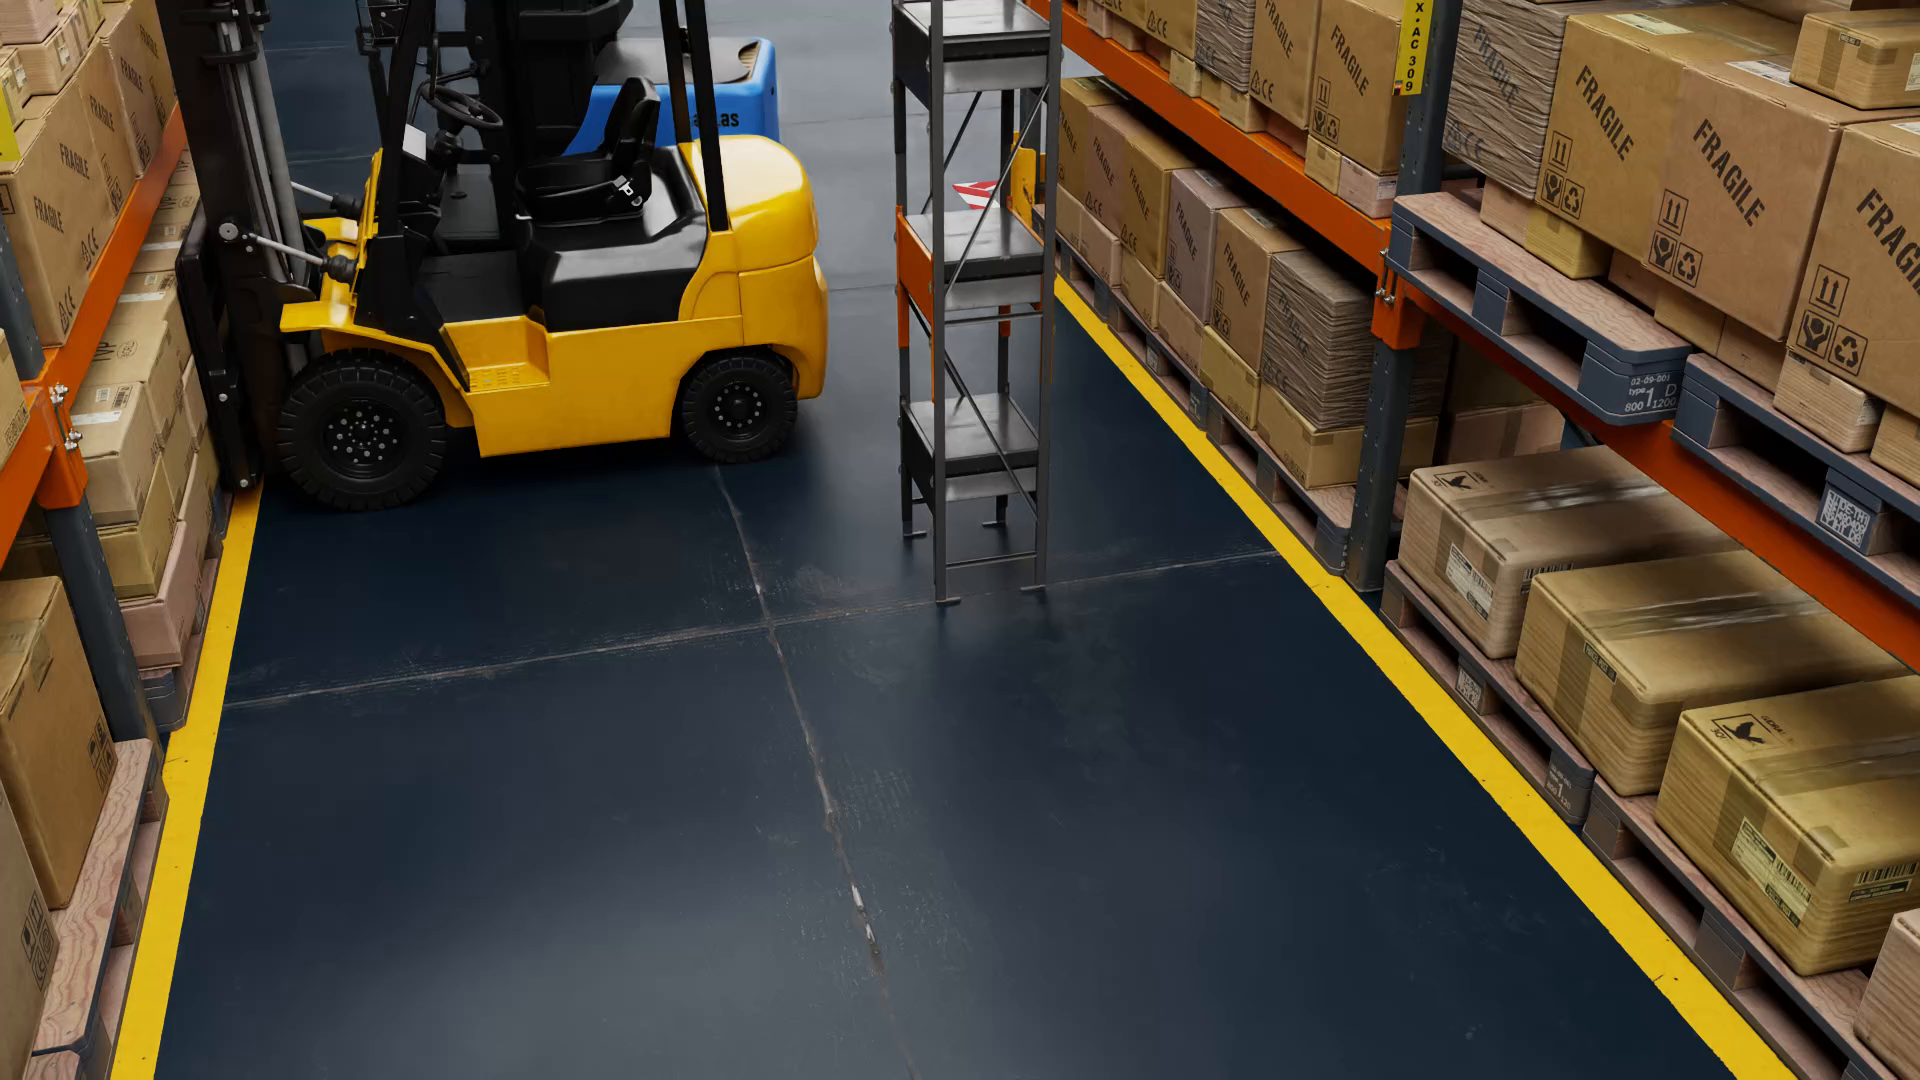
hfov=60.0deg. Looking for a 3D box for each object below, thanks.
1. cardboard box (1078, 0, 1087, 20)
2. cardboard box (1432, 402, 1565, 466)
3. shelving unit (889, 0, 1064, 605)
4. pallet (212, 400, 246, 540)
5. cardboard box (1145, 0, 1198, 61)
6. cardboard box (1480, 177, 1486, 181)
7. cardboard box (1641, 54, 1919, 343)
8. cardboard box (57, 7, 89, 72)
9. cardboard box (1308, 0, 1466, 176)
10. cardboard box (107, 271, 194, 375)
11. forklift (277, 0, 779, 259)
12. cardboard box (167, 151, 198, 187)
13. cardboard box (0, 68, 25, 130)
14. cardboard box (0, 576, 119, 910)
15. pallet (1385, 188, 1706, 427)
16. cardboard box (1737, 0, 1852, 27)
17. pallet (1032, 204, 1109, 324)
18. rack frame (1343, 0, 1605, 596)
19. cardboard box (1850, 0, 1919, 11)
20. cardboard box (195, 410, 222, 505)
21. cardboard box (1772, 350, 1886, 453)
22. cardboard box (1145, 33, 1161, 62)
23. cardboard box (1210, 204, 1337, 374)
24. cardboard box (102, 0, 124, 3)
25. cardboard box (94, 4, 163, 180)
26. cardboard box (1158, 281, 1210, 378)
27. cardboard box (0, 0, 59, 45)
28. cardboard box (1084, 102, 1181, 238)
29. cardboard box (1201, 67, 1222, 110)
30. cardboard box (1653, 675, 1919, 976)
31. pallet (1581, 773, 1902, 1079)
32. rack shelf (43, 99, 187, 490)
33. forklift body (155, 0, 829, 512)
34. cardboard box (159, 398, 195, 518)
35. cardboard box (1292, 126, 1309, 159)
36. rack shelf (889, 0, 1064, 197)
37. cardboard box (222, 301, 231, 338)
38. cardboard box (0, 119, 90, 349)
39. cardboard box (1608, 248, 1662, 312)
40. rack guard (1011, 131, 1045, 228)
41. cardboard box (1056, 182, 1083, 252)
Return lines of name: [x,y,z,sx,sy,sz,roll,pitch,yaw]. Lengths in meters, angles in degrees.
cardboard box: [0.784,-2.570,7.946,0.380,0.149,0.250,-9,31,-15]
cardboard box: [1.986,-0.510,6.462,0.500,0.250,0.500,-9,31,-16]
shelving unit: [0.044,-0.829,5.586,0.431,2.100,0.503,-8,31,-13]
pallet: [-3.400,-0.308,6.572,1.003,0.211,1.213,-8,31,-13]
cardboard box: [1.099,-2.295,6.824,0.500,0.500,0.500,-8,31,-14]
cardboard box: [1.991,-1.398,5.922,0.380,0.149,0.250,-7,31,-12]
cardboard box: [1.982,-0.804,3.828,0.500,0.500,0.500,-8,31,-14]
cardboard box: [-2.961,-1.551,5.188,0.380,0.149,0.250,-8,31,-14]
cardboard box: [1.525,-1.551,5.538,0.500,0.500,0.500,-9,31,-15]
cardboard box: [-2.997,-0.722,5.831,0.500,0.250,0.500,-7,31,-12]
forklift: [-2.447,-2.684,7.962,3.031,2.935,1.130,-1,30,-2]
cardboard box: [-3.400,-1.465,7.114,0.500,0.250,0.500,-7,31,-12]
cardboard box: [-2.803,-1.173,4.535,0.380,0.149,0.250,-7,31,-12]
cardboard box: [-2.753,0.561,4.237,0.875,0.625,0.625,-6,31,-11]
pallet: [1.945,-0.726,4.701,1.003,0.211,1.213,-8,31,-13]
cardboard box: [2.359,-1.119,4.373,0.500,0.500,0.500,-8,31,-13]
pallet: [1.023,-1.488,8.611,1.003,0.211,1.213,-8,31,-13]
rack frame: [1.883,-1.197,5.324,1.000,3.000,0.127,-8,31,-13]
cardboard box: [2.418,-1.308,4.051,0.380,0.149,0.250,-9,31,-15]
cardboard box: [-3.012,-0.294,6.089,0.500,0.250,0.500,-7,31,-12]
cardboard box: [2.044,-0.328,3.654,0.380,0.149,0.250,-7,31,-11]
cardboard box: [1.037,-2.201,7.309,0.380,0.149,0.250,-7,31,-12]
cardboard box: [1.330,-1.009,6.576,0.500,0.500,0.500,-7,31,-12]
cardboard box: [-3.238,-2.045,6.041,0.380,0.149,0.250,-8,31,-13]
cardboard box: [-3.171,-1.567,5.863,0.500,0.500,0.500,-8,31,-13]
cardboard box: [1.185,-0.941,7.206,0.500,0.250,0.500,-7,31,-13]
cardboard box: [-2.903,-1.556,4.899,0.380,0.149,0.250,-7,31,-12]
cardboard box: [0.918,-1.756,7.866,0.500,0.500,0.500,-9,31,-15]
cardboard box: [1.191,-1.821,6.652,0.380,0.149,0.250,-8,31,-14]
cardboard box: [2.405,0.694,4.261,0.950,0.372,0.625,-7,31,-12]
pallet: [2.418,0.976,4.353,1.003,0.211,1.213,-8,31,-13]
rack shelf: [-3.433,-1.190,6.030,1.077,0.370,4.000,-8,31,-13]
forklift body: [-1.702,-1.427,6.568,2.313,2.155,1.214,-8,31,-13]
cardboard box: [-2.868,-0.261,5.533,0.500,0.250,0.500,-8,31,-14]
cardboard box: [1.437,-1.459,6.027,0.380,0.149,0.250,-8,31,-13]
rack shelf: [0.044,-1.423,5.242,0.431,0.518,0.480,-8,31,-13]
cardboard box: [-3.253,-0.992,6.795,0.500,0.250,0.500,-9,31,-14]
cardboard box: [-2.768,-0.828,4.586,0.500,0.500,0.500,-9,31,-15]
cardboard box: [1.931,-0.713,4.318,0.380,0.149,0.250,-6,31,-10]
rack guard: [0.841,-2.010,9.224,1.175,0.500,0.348,-8,31,-13]
cardboard box: [0.768,-1.694,8.509,0.500,0.250,0.500,-8,31,-14]
